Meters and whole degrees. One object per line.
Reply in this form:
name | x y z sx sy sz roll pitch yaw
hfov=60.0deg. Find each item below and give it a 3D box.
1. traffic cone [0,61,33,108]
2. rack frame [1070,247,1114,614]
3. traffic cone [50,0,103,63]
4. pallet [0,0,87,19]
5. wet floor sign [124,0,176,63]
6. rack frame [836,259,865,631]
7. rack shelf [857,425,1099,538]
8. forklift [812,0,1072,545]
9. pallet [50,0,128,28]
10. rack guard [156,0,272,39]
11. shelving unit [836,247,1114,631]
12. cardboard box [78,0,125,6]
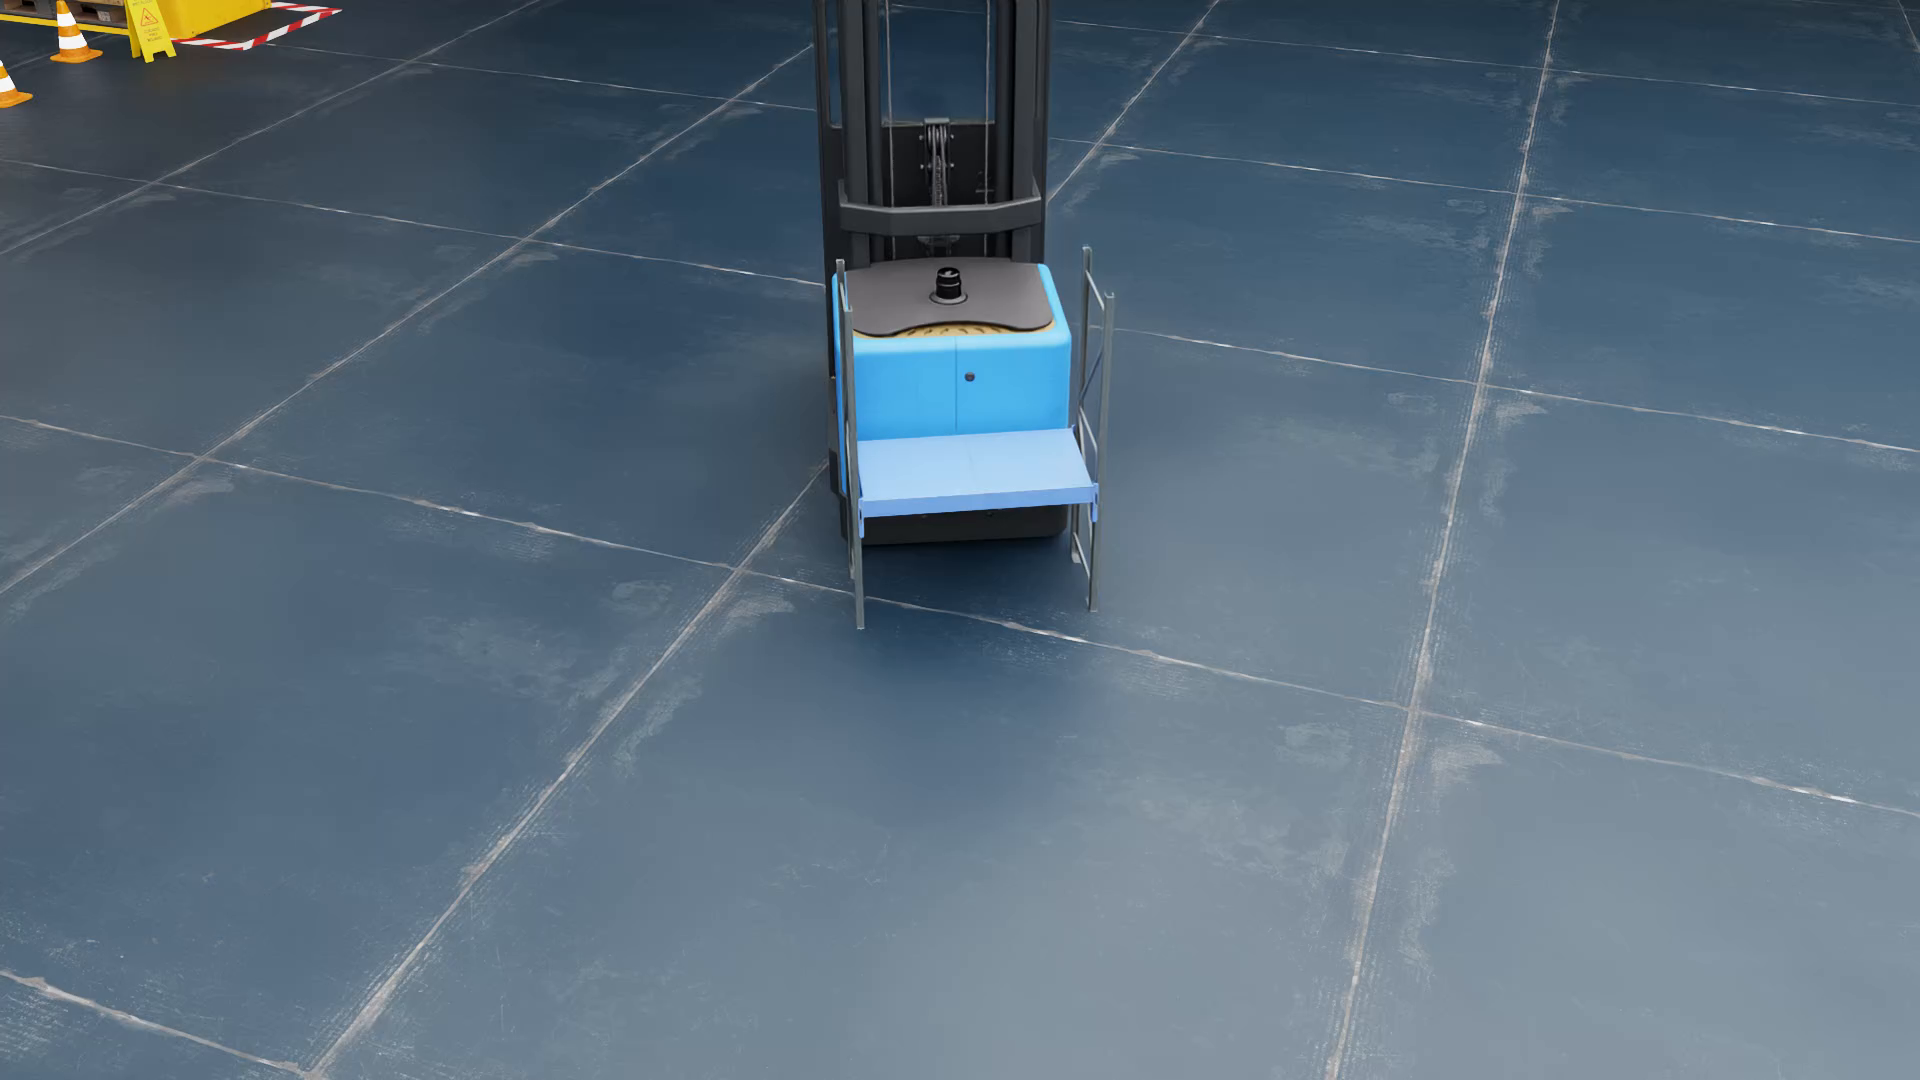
traffic cone | -7.541 -3.664 12.998 0.334 0.463 0.336 11 34 16
rack frame | 0.552 -0.444 7.055 0.032 1.500 0.500 -4 33 -6
traffic cone | -7.486 -4.293 13.972 0.334 0.463 0.336 11 34 16
pallet | -8.615 -5.172 15.565 1.213 0.211 1.003 11 34 16
wet floor sign | -6.828 -4.368 13.921 0.232 0.644 0.267 24 40 32
rack frame | -0.456 -0.375 6.949 0.032 1.500 0.500 -4 33 -6
rack shelf | 0.048 -0.259 7.100 1.000 0.185 0.538 -4 33 -6
forklift | -0.151 -1.985 8.122 1.130 2.935 3.031 -3 33 -4
pallet | -7.471 -4.948 15.218 1.213 0.211 1.003 11 34 16
rack guard | -6.718 -4.902 14.882 0.348 0.500 1.175 11 34 16
shelving unit | 0.048 -0.410 7.002 1.048 1.500 0.538 -4 33 -6
cardboard box | -7.521 -4.975 14.837 0.500 0.250 0.500 11 34 16
